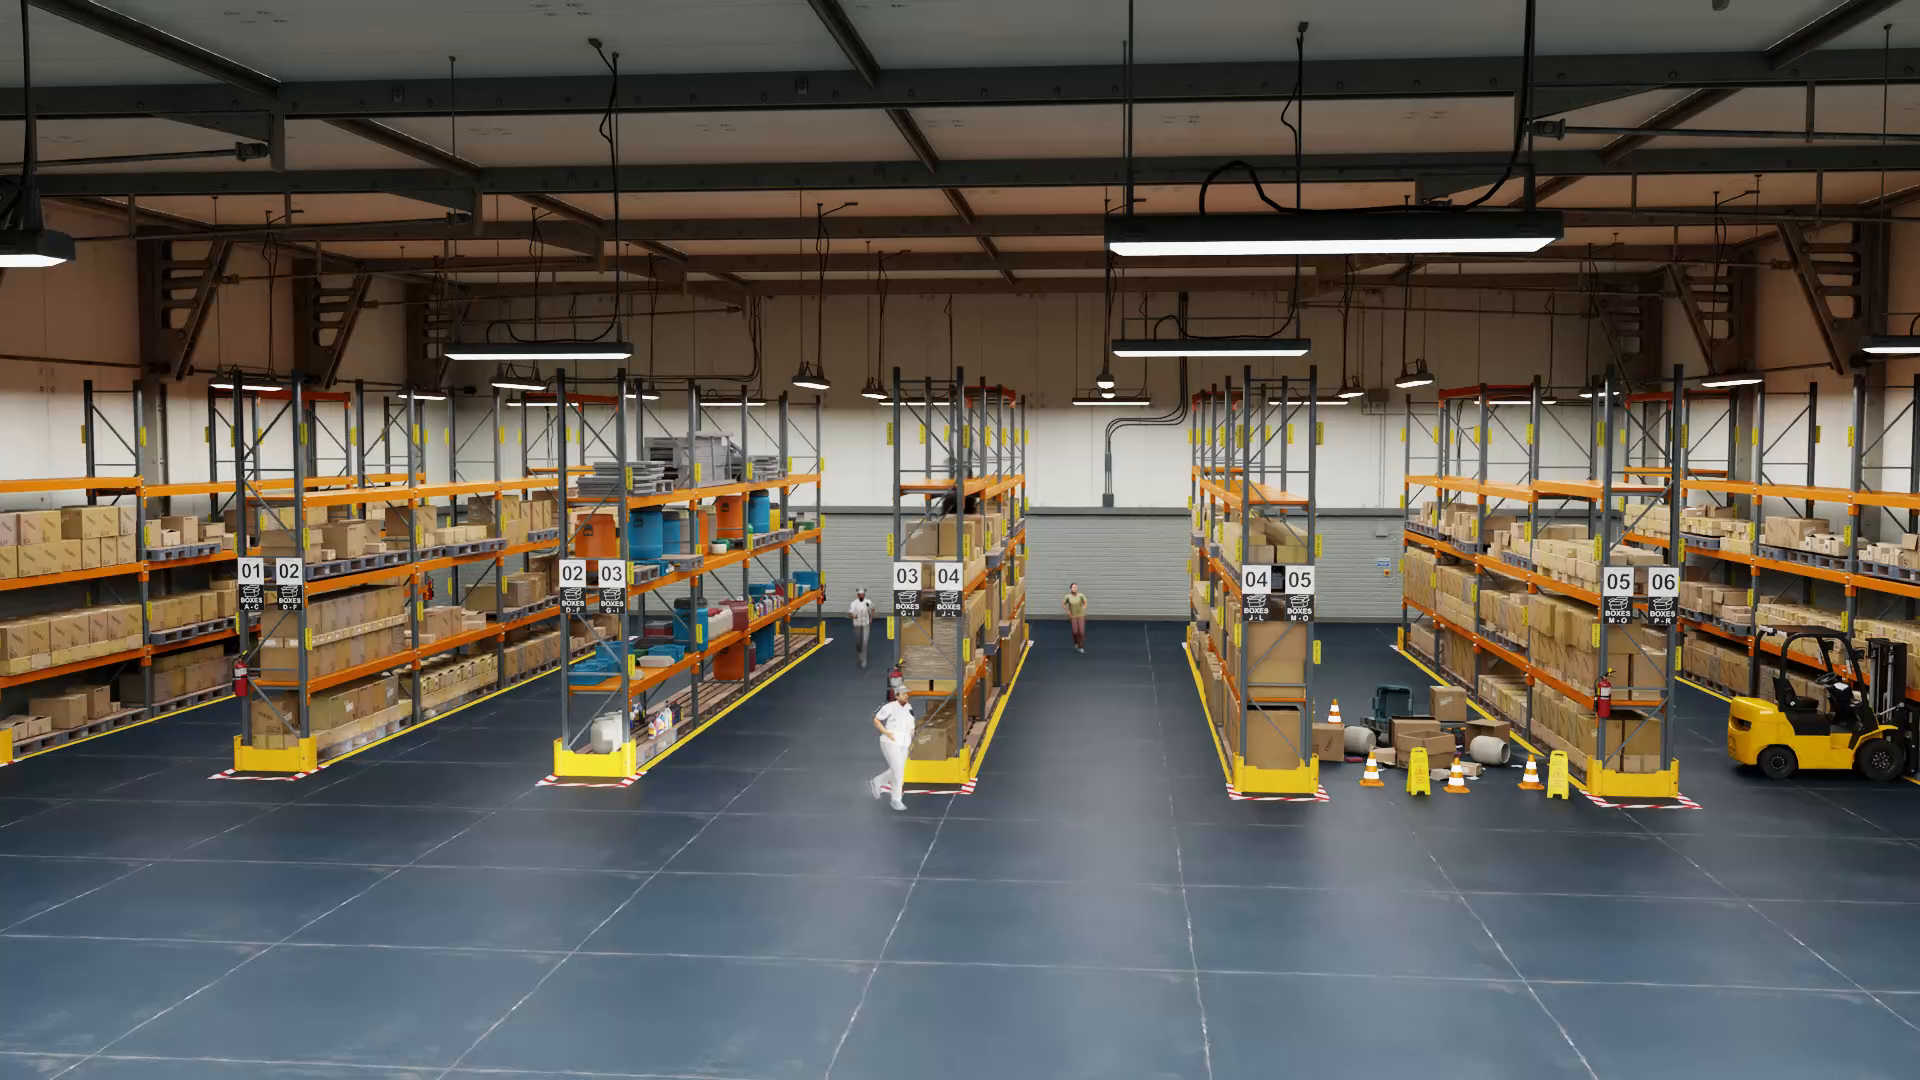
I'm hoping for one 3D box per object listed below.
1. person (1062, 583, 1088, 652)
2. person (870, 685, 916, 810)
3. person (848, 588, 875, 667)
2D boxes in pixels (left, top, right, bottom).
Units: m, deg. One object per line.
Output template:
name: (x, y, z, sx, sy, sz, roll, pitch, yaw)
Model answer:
person: (2.679, 1.801, 38.513, 0.595, 1.622, 0.552, 0, 4, -6)
person: (-0.880, 2.803, 22.691, 0.647, 1.660, 0.800, -3, 5, -44)
person: (-2.156, 1.886, 36.480, 0.579, 1.712, 0.924, 0, 4, -3)
